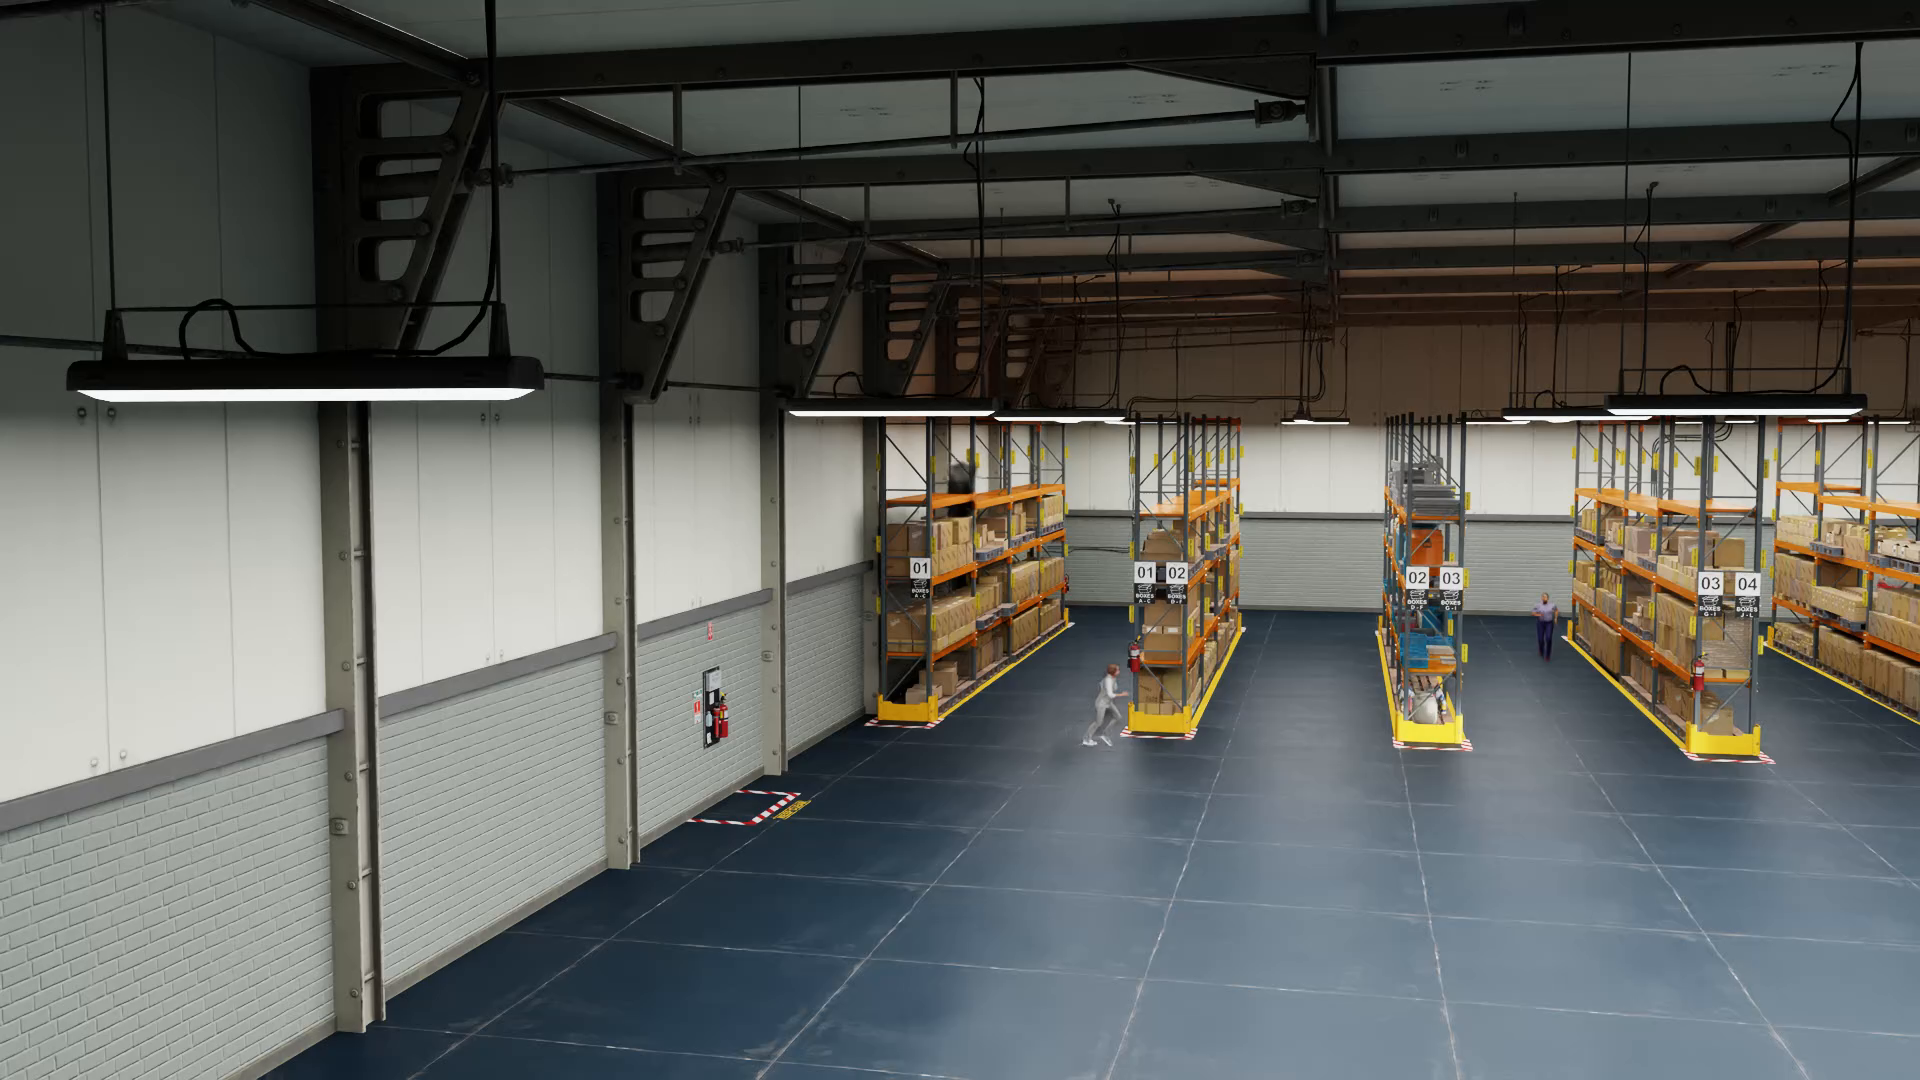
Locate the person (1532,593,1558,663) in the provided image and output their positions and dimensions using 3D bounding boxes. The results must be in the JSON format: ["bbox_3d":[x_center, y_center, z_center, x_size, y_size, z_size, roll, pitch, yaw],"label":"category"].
[{"bbox_3d":[14.375,2.137,40.872,0.588,1.708,0.840,2,4,22],"label":"person"}]

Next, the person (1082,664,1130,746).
[{"bbox_3d":[2.615,2.948,29.683,0.887,1.520,0.528,2,4,25],"label":"person"}]

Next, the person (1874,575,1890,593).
[{"bbox_3d":[24.899,1.802,44.863,0.989,1.716,0.664,0,4,-1],"label":"person"}]
